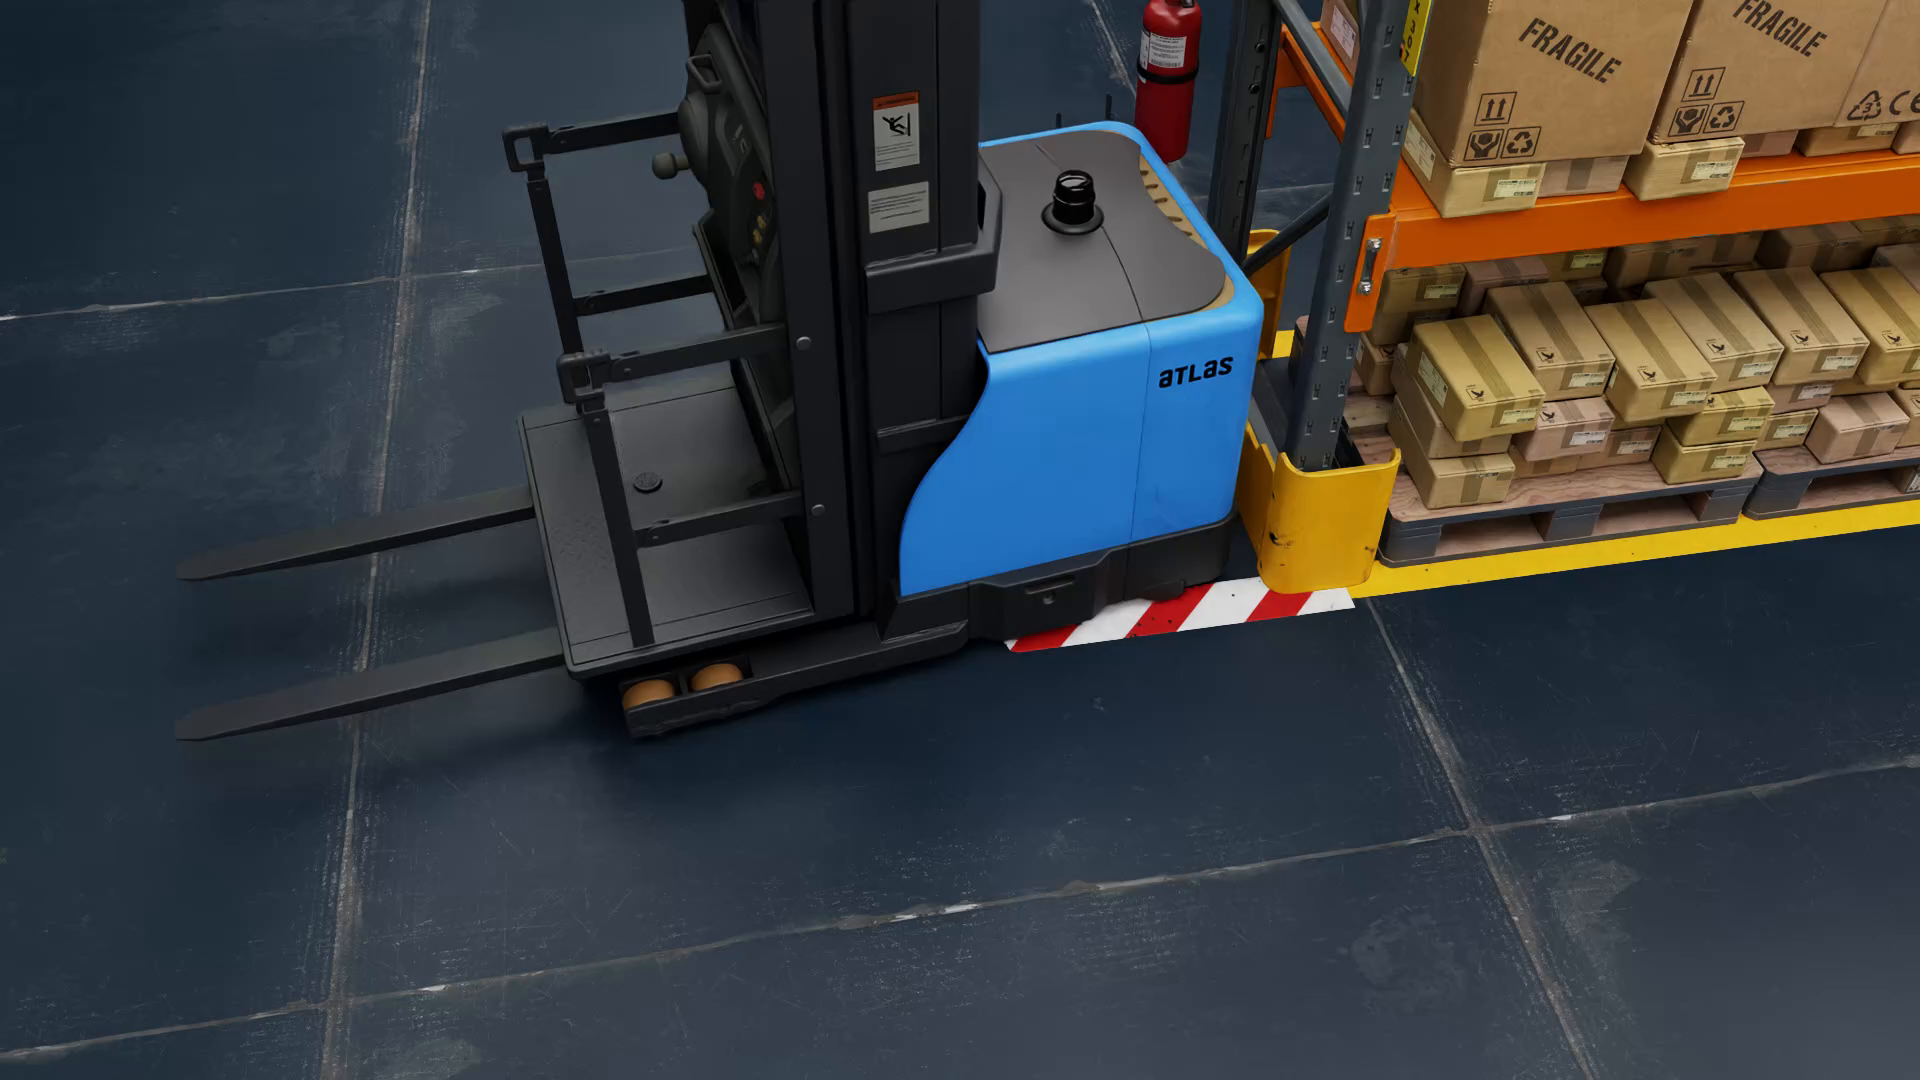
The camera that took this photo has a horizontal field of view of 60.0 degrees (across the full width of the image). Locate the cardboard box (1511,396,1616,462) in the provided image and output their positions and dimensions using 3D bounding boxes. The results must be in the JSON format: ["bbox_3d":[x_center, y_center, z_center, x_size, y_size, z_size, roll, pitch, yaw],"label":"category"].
[{"bbox_3d":[1.779,-0.430,5.063,0.250,0.149,0.380,-7,47,-7],"label":"cardboard box"}]

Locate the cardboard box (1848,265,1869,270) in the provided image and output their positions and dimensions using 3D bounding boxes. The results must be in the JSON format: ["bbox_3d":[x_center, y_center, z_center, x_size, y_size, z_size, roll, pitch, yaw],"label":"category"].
[{"bbox_3d":[2.953,-1.031,5.642,0.250,0.149,0.380,-7,46,-6],"label":"cardboard box"}]

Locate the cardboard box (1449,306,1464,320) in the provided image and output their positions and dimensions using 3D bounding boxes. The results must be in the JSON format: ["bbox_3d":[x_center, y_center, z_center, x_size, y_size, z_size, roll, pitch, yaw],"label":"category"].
[{"bbox_3d":[1.678,-0.815,5.434,0.250,0.149,0.380,-8,47,-8],"label":"cardboard box"}]

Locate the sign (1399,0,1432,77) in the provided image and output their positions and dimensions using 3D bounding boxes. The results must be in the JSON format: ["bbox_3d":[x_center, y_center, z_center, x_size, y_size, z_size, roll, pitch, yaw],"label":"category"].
[{"bbox_3d":[1.032,-1.209,3.731,0.005,0.325,0.100,-7,46,-7],"label":"sign"}]

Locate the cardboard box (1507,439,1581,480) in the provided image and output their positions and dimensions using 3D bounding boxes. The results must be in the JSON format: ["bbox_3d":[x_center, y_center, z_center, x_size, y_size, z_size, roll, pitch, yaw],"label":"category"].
[{"bbox_3d":[1.754,-0.378,5.219,0.250,0.149,0.380,-7,47,-7],"label":"cardboard box"}]

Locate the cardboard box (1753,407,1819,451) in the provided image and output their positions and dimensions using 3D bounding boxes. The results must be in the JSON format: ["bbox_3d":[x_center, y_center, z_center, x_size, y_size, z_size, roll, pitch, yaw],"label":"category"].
[{"bbox_3d":[2.503,-0.466,5.304,0.250,0.149,0.380,-7,46,-7],"label":"cardboard box"}]

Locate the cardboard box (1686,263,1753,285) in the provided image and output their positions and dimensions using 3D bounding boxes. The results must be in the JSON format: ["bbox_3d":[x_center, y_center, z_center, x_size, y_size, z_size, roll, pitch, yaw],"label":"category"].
[{"bbox_3d":[2.431,-0.959,5.573,0.250,0.149,0.380,-6,46,-6],"label":"cardboard box"}]

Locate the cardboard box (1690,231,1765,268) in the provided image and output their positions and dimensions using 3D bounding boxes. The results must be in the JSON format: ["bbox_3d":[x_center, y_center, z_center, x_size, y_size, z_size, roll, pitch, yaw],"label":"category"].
[{"bbox_3d":[2.430,-1.073,5.476,0.250,0.149,0.380,-6,46,-5],"label":"cardboard box"}]

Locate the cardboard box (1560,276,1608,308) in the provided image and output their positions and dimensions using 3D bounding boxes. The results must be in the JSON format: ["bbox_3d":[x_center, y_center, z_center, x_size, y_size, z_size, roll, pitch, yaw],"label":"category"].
[{"bbox_3d":[1.923,-0.886,5.502,0.250,0.149,0.380,-9,47,-8],"label":"cardboard box"}]

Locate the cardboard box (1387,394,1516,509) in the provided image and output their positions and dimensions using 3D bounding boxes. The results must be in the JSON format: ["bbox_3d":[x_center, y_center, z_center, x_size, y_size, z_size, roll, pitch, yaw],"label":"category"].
[{"bbox_3d":[1.510,-0.288,5.132,0.250,0.149,0.380,-6,46,-6],"label":"cardboard box"}]

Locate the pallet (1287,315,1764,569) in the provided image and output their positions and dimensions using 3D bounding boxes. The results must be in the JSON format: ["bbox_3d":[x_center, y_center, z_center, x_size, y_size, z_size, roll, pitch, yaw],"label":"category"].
[{"bbox_3d":[1.821,-0.411,5.499,1.213,0.211,1.003,-7,46,-7],"label":"pallet"}]

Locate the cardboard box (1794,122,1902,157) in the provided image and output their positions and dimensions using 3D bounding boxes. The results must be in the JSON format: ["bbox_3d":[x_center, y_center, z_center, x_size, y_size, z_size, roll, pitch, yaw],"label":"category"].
[{"bbox_3d":[2.336,-1.215,4.512,0.250,0.149,0.380,-8,47,-7],"label":"cardboard box"}]

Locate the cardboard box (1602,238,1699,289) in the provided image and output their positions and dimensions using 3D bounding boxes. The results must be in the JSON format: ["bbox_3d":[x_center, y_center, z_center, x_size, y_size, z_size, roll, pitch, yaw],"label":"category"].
[{"bbox_3d":[2.175,-1.001,5.406,0.250,0.149,0.380,-9,47,-8],"label":"cardboard box"}]

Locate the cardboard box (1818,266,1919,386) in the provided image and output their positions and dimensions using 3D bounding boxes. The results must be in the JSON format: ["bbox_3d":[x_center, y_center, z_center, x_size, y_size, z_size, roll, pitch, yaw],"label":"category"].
[{"bbox_3d":[2.807,-0.656,5.074,0.250,0.149,0.380,-6,46,-6],"label":"cardboard box"}]

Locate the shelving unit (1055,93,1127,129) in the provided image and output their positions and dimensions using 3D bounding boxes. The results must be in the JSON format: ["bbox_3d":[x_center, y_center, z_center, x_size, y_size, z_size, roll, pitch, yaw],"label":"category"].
[{"bbox_3d":[0.462,-1.026,5.614,0.210,0.900,0.258,-26,51,-23],"label":"shelving unit"}]

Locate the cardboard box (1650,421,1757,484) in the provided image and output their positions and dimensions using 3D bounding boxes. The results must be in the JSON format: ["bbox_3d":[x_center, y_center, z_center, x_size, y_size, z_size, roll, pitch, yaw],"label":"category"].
[{"bbox_3d":[2.268,-0.367,5.209,0.250,0.149,0.380,-7,46,-6],"label":"cardboard box"}]

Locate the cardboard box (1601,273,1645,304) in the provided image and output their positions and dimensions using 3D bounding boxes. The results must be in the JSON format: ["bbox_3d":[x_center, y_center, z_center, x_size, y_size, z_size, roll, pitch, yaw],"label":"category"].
[{"bbox_3d":[2.205,-0.846,5.464,0.250,0.149,0.380,-8,47,-7],"label":"cardboard box"}]

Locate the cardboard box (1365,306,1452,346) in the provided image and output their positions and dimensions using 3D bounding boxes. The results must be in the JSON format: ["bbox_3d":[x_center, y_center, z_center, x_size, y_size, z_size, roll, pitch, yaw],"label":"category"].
[{"bbox_3d":[1.411,-0.821,5.440,0.250,0.149,0.380,-8,47,-8],"label":"cardboard box"}]

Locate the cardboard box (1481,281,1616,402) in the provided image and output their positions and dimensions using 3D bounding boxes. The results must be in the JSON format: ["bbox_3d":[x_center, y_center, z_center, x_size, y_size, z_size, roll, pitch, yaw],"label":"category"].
[{"bbox_3d":[1.765,-0.600,5.020,0.250,0.149,0.380,-6,46,-6],"label":"cardboard box"}]

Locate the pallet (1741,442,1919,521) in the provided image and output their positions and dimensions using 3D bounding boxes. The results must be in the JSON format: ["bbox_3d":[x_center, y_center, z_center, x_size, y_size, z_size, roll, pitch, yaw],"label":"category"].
[{"bbox_3d":[3.020,-0.558,5.641,1.213,0.211,1.003,-7,46,-7],"label":"pallet"}]

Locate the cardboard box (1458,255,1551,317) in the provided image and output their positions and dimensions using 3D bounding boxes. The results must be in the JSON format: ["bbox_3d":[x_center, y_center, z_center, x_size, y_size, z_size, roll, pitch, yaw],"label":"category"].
[{"bbox_3d":[1.675,-0.892,5.301,0.250,0.149,0.380,-6,46,-6],"label":"cardboard box"}]

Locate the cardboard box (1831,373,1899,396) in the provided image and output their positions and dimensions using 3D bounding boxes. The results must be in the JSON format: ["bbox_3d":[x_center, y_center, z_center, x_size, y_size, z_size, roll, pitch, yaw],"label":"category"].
[{"bbox_3d":[2.782,-0.640,5.265,0.250,0.149,0.380,-5,46,-5],"label":"cardboard box"}]

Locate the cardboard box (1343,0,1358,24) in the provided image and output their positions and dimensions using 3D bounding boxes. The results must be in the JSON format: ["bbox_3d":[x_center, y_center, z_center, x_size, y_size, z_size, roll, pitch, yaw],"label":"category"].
[{"bbox_3d":[1.338,-1.670,4.500,0.500,0.500,0.500,-6,46,-6],"label":"cardboard box"}]

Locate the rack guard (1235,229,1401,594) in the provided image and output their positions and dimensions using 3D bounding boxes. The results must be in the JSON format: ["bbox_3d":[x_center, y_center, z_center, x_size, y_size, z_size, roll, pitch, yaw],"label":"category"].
[{"bbox_3d":[1.014,-0.436,5.323,0.348,0.500,1.175,-7,46,-7],"label":"rack guard"}]

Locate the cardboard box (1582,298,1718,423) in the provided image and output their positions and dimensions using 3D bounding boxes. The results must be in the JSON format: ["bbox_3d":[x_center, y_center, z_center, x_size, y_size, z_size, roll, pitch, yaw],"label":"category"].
[{"bbox_3d":[2.035,-0.540,4.962,0.250,0.149,0.380,-7,47,-7],"label":"cardboard box"}]

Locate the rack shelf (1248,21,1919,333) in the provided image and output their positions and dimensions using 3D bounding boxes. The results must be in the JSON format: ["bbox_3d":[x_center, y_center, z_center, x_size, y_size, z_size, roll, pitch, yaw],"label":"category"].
[{"bbox_3d":[2.910,-1.290,4.910,4.000,0.370,1.077,-7,46,-7],"label":"rack shelf"}]

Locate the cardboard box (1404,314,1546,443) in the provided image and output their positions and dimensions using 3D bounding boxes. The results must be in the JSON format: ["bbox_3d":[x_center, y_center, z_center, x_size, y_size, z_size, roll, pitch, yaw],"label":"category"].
[{"bbox_3d":[1.514,-0.480,4.905,0.250,0.149,0.380,-9,47,-9],"label":"cardboard box"}]

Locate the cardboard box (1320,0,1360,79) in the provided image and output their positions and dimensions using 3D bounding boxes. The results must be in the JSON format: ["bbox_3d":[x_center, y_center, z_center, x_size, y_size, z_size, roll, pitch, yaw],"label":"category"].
[{"bbox_3d":[1.213,-1.448,4.736,0.250,0.149,0.380,-7,46,-7],"label":"cardboard box"}]

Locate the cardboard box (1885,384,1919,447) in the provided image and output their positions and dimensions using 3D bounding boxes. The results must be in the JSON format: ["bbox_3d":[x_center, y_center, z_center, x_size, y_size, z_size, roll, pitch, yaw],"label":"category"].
[{"bbox_3d":[3.032,-0.487,5.325,0.250,0.149,0.380,-7,46,-7],"label":"cardboard box"}]

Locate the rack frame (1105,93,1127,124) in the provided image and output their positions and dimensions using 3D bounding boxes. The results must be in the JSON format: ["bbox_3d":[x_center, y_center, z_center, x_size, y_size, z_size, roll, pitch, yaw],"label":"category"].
[{"bbox_3d":[0.546,-1.067,5.653,0.006,0.900,0.240,-26,51,-23],"label":"rack frame"}]

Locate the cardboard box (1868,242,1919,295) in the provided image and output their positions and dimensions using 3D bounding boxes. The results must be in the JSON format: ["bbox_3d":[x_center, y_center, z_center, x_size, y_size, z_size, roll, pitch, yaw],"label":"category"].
[{"bbox_3d":[3.038,-0.755,5.169,0.250,0.149,0.380,-7,46,-7],"label":"cardboard box"}]

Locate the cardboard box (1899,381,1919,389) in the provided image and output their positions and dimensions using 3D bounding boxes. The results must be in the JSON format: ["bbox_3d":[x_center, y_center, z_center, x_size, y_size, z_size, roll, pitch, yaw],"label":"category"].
[{"bbox_3d":[3.050,-0.666,5.290,0.250,0.149,0.380,-5,46,-5],"label":"cardboard box"}]

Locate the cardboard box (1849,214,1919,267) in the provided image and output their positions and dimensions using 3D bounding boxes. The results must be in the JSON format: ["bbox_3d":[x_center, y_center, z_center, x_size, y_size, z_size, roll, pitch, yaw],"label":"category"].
[{"bbox_3d":[2.962,-1.079,5.482,0.250,0.149,0.380,-7,46,-7],"label":"cardboard box"}]

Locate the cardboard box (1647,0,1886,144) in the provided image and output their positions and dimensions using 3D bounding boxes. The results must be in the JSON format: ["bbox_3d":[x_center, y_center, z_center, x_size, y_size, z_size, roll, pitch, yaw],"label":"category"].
[{"bbox_3d":[1.952,-1.375,4.216,0.500,0.500,0.500,-7,46,-7],"label":"cardboard box"}]

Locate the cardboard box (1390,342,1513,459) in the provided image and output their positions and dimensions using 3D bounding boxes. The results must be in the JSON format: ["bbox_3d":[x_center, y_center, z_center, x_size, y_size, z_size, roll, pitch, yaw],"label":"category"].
[{"bbox_3d":[1.499,-0.436,5.069,0.250,0.149,0.380,-5,46,-5],"label":"cardboard box"}]

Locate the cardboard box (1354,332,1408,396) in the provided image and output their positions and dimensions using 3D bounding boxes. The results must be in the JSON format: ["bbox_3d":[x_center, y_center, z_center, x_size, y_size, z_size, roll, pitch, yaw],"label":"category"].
[{"bbox_3d":[1.423,-0.663,5.494,0.250,0.149,0.380,-6,46,-6],"label":"cardboard box"}]

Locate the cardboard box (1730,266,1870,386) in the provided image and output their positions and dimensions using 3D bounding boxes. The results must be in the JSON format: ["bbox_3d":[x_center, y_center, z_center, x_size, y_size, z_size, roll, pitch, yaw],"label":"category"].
[{"bbox_3d":[2.540,-0.656,5.074,0.250,0.149,0.380,-5,46,-5],"label":"cardboard box"}]

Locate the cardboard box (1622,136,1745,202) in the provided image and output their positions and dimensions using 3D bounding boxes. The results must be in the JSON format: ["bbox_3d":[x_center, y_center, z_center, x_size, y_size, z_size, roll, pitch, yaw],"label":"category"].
[{"bbox_3d":[1.832,-1.070,4.372,0.250,0.149,0.380,-8,47,-8],"label":"cardboard box"}]

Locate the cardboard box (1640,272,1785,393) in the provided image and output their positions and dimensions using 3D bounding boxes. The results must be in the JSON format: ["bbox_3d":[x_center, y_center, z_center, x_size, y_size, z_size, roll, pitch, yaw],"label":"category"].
[{"bbox_3d":[2.265,-0.629,5.048,0.250,0.149,0.380,-9,47,-9],"label":"cardboard box"}]

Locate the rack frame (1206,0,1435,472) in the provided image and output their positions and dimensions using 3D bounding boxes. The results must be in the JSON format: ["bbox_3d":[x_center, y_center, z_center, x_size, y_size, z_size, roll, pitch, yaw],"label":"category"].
[{"bbox_3d":[0.939,-1.294,4.414,0.127,3.000,1.000,-7,46,-7],"label":"rack frame"}]

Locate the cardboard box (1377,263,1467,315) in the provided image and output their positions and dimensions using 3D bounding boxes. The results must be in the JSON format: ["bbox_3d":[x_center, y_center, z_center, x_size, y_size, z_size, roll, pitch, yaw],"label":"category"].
[{"bbox_3d":[1.418,-0.902,5.311,0.250,0.149,0.380,-7,46,-6],"label":"cardboard box"}]

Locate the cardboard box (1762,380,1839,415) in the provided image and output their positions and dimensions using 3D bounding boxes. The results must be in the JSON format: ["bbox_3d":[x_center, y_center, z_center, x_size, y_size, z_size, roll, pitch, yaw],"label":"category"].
[{"bbox_3d":[2.522,-0.577,5.204,0.250,0.149,0.380,-9,47,-9],"label":"cardboard box"}]

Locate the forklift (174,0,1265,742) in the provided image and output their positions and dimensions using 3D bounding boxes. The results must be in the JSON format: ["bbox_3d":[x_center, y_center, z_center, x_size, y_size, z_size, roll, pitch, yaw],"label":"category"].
[{"bbox_3d":[-0.753,-0.892,4.074,3.031,2.935,1.130,-13,47,-12],"label":"forklift"}]

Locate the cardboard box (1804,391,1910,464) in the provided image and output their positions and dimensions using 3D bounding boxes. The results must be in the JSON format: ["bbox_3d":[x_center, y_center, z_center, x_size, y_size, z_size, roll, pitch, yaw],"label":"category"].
[{"bbox_3d":[2.764,-0.435,5.274,0.250,0.149,0.380,-9,47,-9],"label":"cardboard box"}]

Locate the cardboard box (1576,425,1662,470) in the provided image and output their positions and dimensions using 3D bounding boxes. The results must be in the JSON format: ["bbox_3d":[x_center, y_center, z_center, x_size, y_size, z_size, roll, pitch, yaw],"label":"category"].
[{"bbox_3d":[1.998,-0.413,5.254,0.250,0.149,0.380,-7,46,-6],"label":"cardboard box"}]

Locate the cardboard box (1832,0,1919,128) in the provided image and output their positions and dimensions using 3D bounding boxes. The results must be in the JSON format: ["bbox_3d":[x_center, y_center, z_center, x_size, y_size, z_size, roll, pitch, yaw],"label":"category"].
[{"bbox_3d":[2.437,-1.426,4.265,0.500,0.500,0.500,-7,46,-6],"label":"cardboard box"}]

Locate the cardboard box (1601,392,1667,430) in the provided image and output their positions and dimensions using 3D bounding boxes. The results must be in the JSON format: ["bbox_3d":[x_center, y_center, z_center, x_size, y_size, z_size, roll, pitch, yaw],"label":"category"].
[{"bbox_3d":[2.005,-0.523,5.152,0.250,0.149,0.380,-7,46,-6],"label":"cardboard box"}]

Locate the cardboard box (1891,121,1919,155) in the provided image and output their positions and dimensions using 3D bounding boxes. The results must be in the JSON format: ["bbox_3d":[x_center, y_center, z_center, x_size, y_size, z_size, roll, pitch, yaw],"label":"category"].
[{"bbox_3d":[2.584,-1.225,4.522,0.250,0.149,0.380,-8,47,-8],"label":"cardboard box"}]

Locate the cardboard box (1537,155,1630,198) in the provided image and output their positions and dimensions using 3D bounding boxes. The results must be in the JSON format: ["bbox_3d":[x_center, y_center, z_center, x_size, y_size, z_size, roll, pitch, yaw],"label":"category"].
[{"bbox_3d":[1.558,-1.075,4.377,0.250,0.149,0.380,-6,46,-5],"label":"cardboard box"}]

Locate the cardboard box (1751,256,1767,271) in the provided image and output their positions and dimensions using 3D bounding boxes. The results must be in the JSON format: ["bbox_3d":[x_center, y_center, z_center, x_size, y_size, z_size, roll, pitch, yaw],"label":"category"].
[{"bbox_3d":[2.686,-0.977,5.590,0.250,0.149,0.380,-5,46,-5],"label":"cardboard box"}]

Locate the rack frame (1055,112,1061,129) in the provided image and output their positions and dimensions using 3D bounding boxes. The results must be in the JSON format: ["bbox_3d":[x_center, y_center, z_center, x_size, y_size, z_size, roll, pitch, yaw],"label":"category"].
[{"bbox_3d":[0.377,-0.985,5.574,0.006,0.900,0.240,-26,51,-23],"label":"rack frame"}]

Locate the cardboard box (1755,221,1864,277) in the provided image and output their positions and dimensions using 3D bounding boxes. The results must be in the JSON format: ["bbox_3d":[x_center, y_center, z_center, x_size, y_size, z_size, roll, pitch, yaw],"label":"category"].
[{"bbox_3d":[2.709,-1.027,5.431,0.250,0.149,0.380,-9,47,-8],"label":"cardboard box"}]

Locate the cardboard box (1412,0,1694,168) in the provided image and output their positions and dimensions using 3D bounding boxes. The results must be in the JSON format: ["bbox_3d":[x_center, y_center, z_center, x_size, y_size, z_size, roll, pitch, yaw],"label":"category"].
[{"bbox_3d":[1.429,-1.291,4.135,0.500,0.500,0.500,-5,46,-5],"label":"cardboard box"}]

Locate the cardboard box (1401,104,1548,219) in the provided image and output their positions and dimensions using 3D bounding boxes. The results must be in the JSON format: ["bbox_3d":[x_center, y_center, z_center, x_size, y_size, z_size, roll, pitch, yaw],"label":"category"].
[{"bbox_3d":[1.315,-1.014,4.319,0.250,0.149,0.380,-7,47,-7],"label":"cardboard box"}]

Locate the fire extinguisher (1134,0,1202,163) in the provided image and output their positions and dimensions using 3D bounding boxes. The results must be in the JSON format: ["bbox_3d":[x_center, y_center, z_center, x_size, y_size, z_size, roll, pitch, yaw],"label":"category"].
[{"bbox_3d":[0.613,-1.434,4.862,0.183,0.674,0.296,-7,46,-7],"label":"fire extinguisher"}]

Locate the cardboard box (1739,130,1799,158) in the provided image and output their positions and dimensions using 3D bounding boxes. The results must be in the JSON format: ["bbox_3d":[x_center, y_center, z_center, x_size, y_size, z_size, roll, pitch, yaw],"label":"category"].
[{"bbox_3d":[2.065,-1.199,4.497,0.250,0.149,0.380,-5,46,-5],"label":"cardboard box"}]

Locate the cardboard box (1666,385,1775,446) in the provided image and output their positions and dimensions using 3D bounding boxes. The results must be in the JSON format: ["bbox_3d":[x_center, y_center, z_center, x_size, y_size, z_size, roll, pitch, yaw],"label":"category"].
[{"bbox_3d":[2.276,-0.477,5.108,0.250,0.149,0.380,-6,46,-6],"label":"cardboard box"}]

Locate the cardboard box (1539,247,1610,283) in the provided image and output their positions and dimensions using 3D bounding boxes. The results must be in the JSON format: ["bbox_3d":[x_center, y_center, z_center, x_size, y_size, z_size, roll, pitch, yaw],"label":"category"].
[{"bbox_3d":[1.909,-1.014,5.419,0.250,0.149,0.380,-8,47,-8],"label":"cardboard box"}]
